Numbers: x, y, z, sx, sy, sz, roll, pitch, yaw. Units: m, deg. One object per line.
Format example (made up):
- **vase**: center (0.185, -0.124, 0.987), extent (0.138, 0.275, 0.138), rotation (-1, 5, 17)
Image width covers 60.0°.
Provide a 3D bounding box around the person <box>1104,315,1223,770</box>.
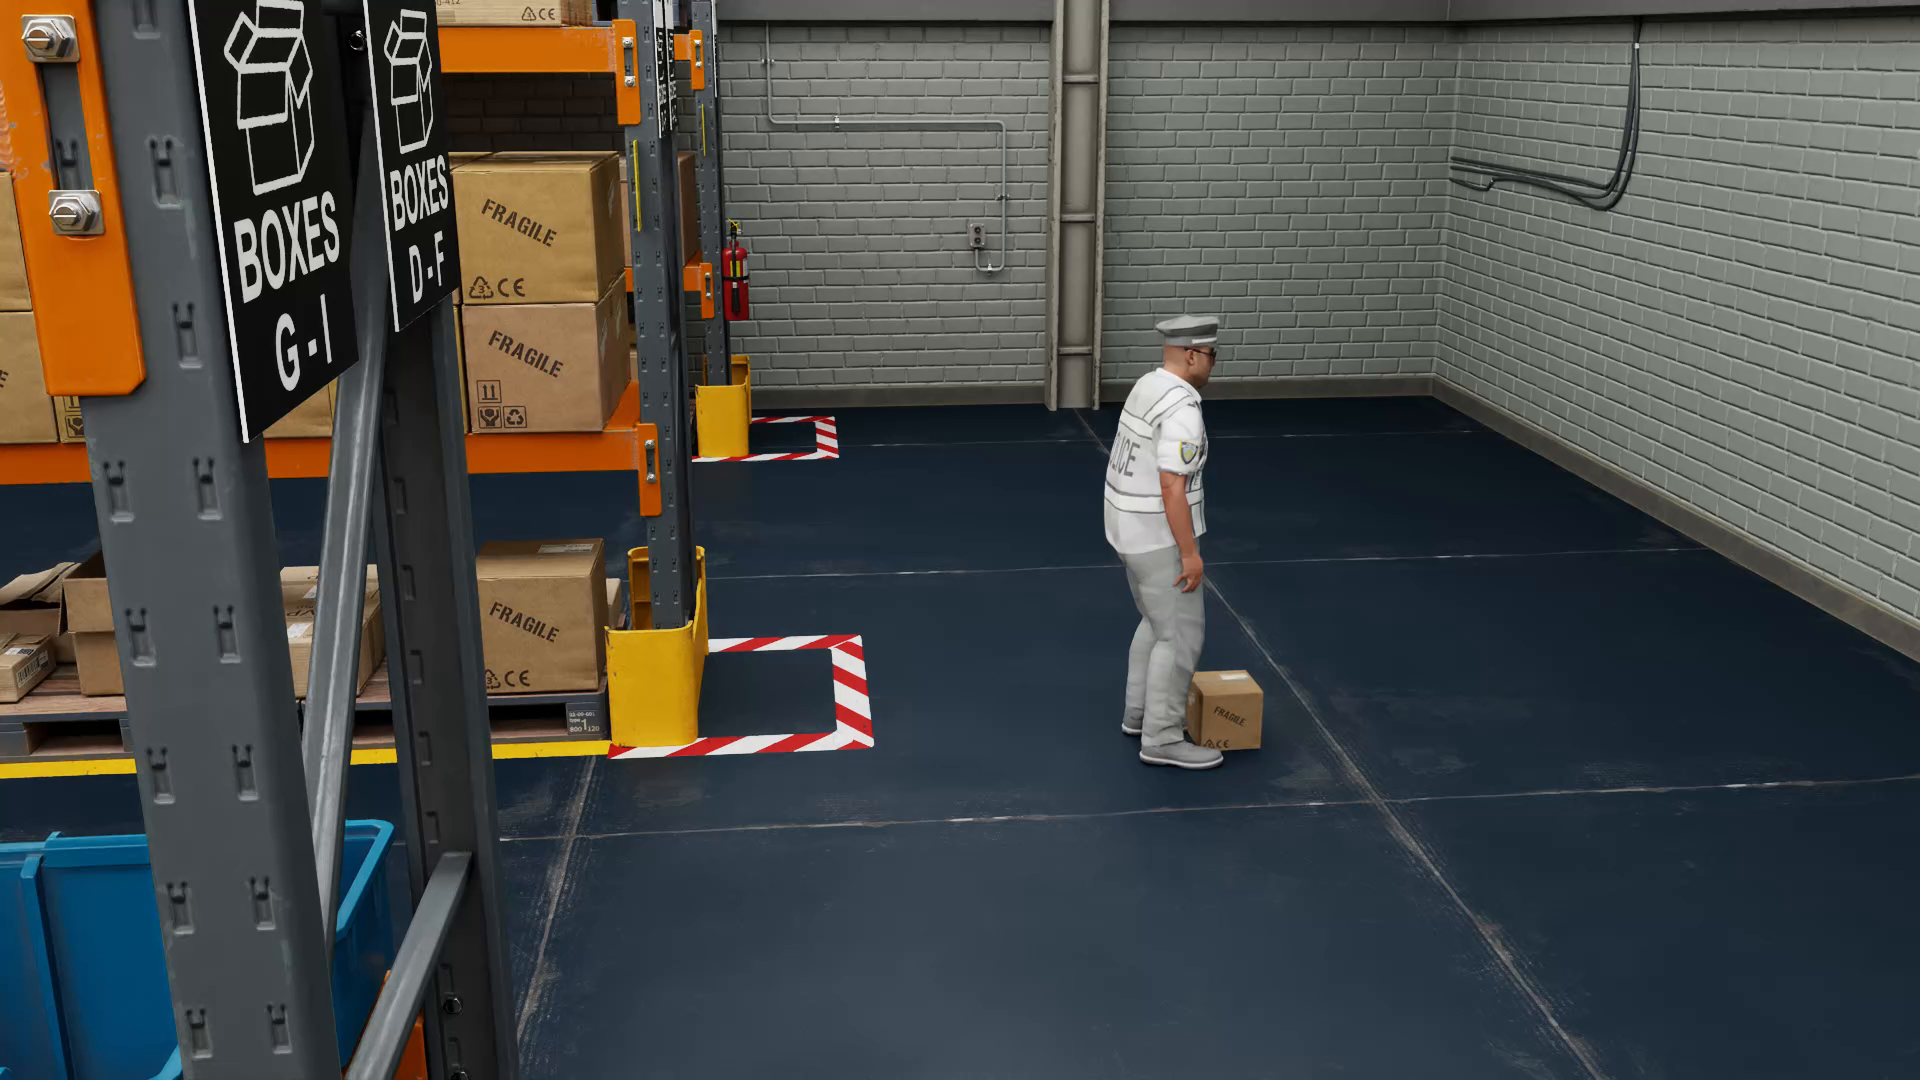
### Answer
- **person**: center (0.798, -0.008, 6.553), extent (0.437, 1.746, 0.593), rotation (-3, 17, -8)
